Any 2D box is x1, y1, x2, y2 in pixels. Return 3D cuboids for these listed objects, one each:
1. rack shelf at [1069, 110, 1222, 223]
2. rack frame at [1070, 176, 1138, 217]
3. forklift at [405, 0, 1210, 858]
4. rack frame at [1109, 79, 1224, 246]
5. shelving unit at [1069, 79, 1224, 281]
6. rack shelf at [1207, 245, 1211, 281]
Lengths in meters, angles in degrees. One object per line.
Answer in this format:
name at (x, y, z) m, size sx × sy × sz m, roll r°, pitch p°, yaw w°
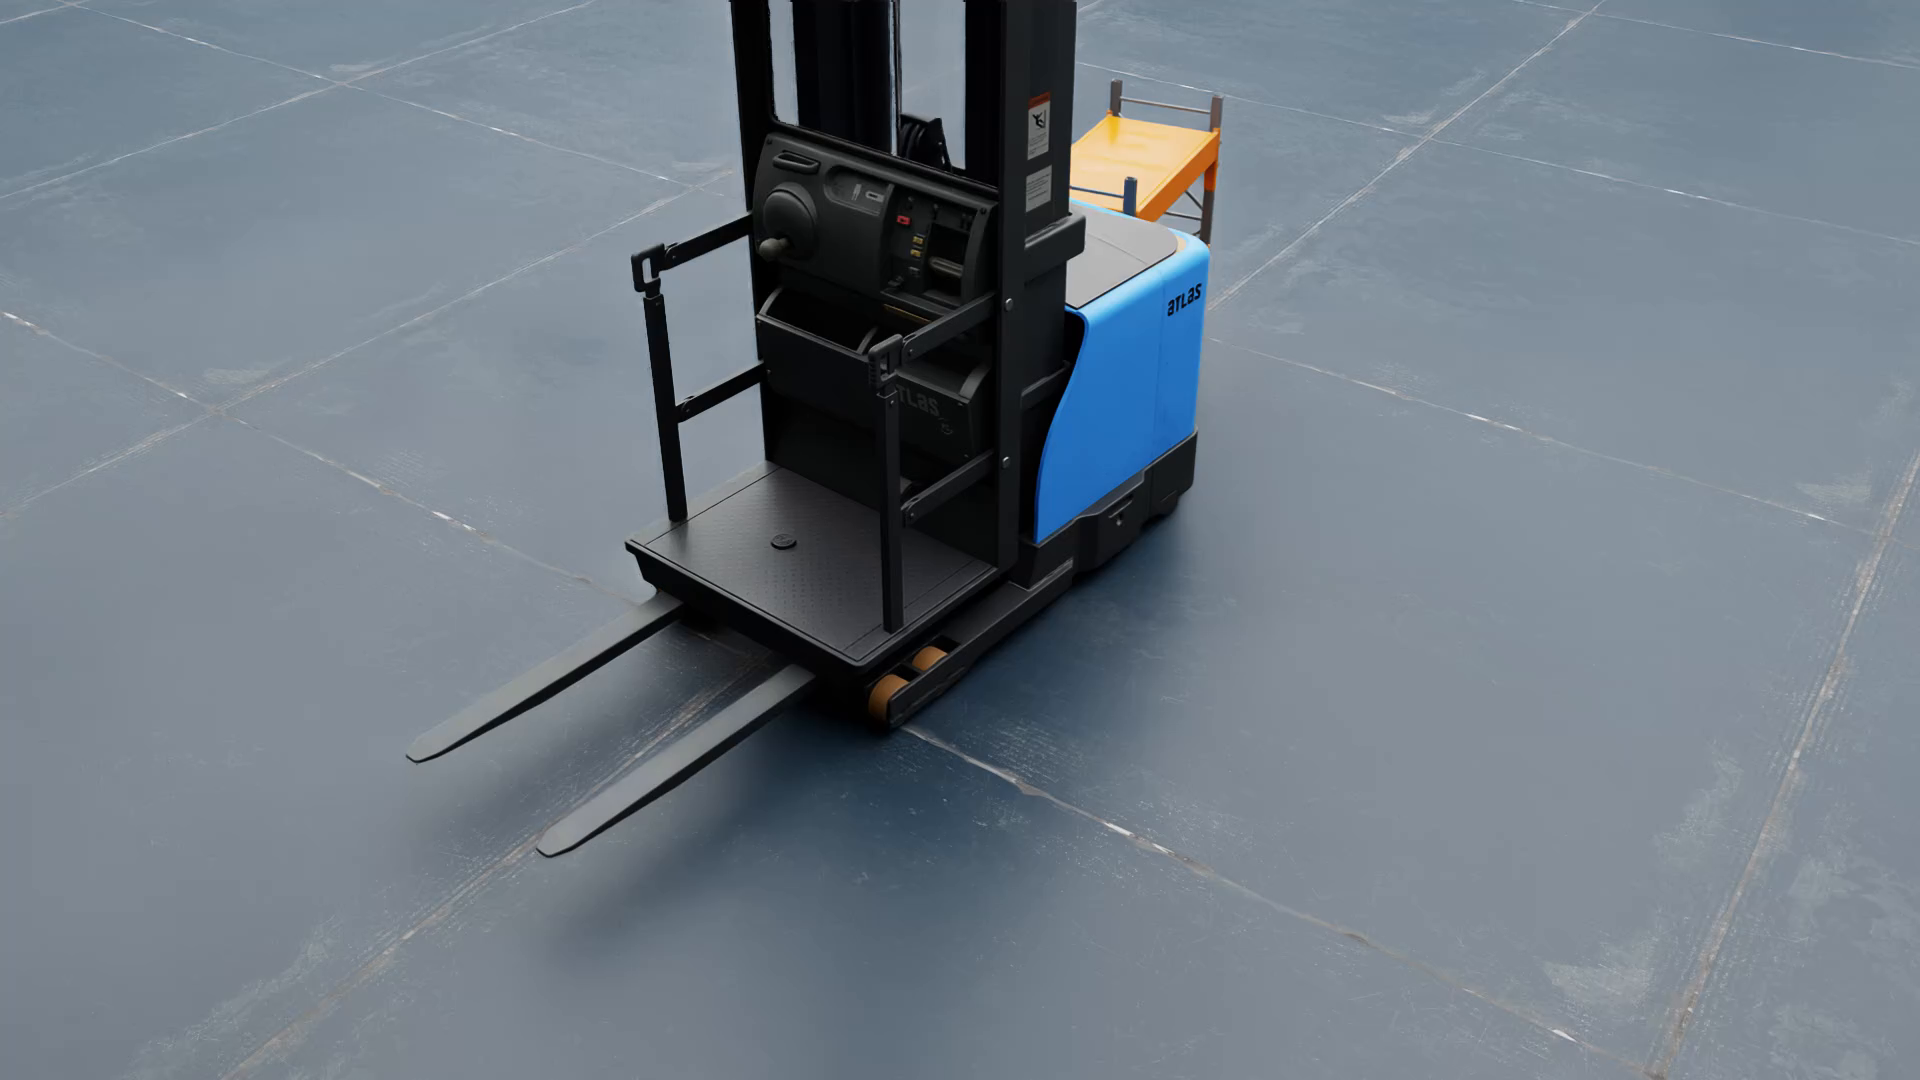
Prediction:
rack shelf at (0.660, -1.449, 6.866) m, size 0.538 × 0.278 × 1.000 m, roll 15°, pitch 37°, yaw 21°
rack frame at (0.438, -0.950, 6.651) m, size 0.500 × 1.125 × 0.032 m, roll 15°, pitch 37°, yaw 21°
forklift at (-0.420, -0.930, 5.009) m, size 1.130 × 2.935 × 3.031 m, roll 25°, pitch 41°, yaw 32°
rack frame at (0.882, -1.463, 7.409) m, size 0.500 × 1.125 × 0.032 m, roll 15°, pitch 37°, yaw 21°
shelving unit at (0.660, -1.206, 7.030) m, size 0.538 × 1.125 × 1.048 m, roll 15°, pitch 37°, yaw 21°
rack shelf at (0.660, -1.004, 7.167) m, size 0.538 × 0.278 × 1.000 m, roll 15°, pitch 37°, yaw 21°
